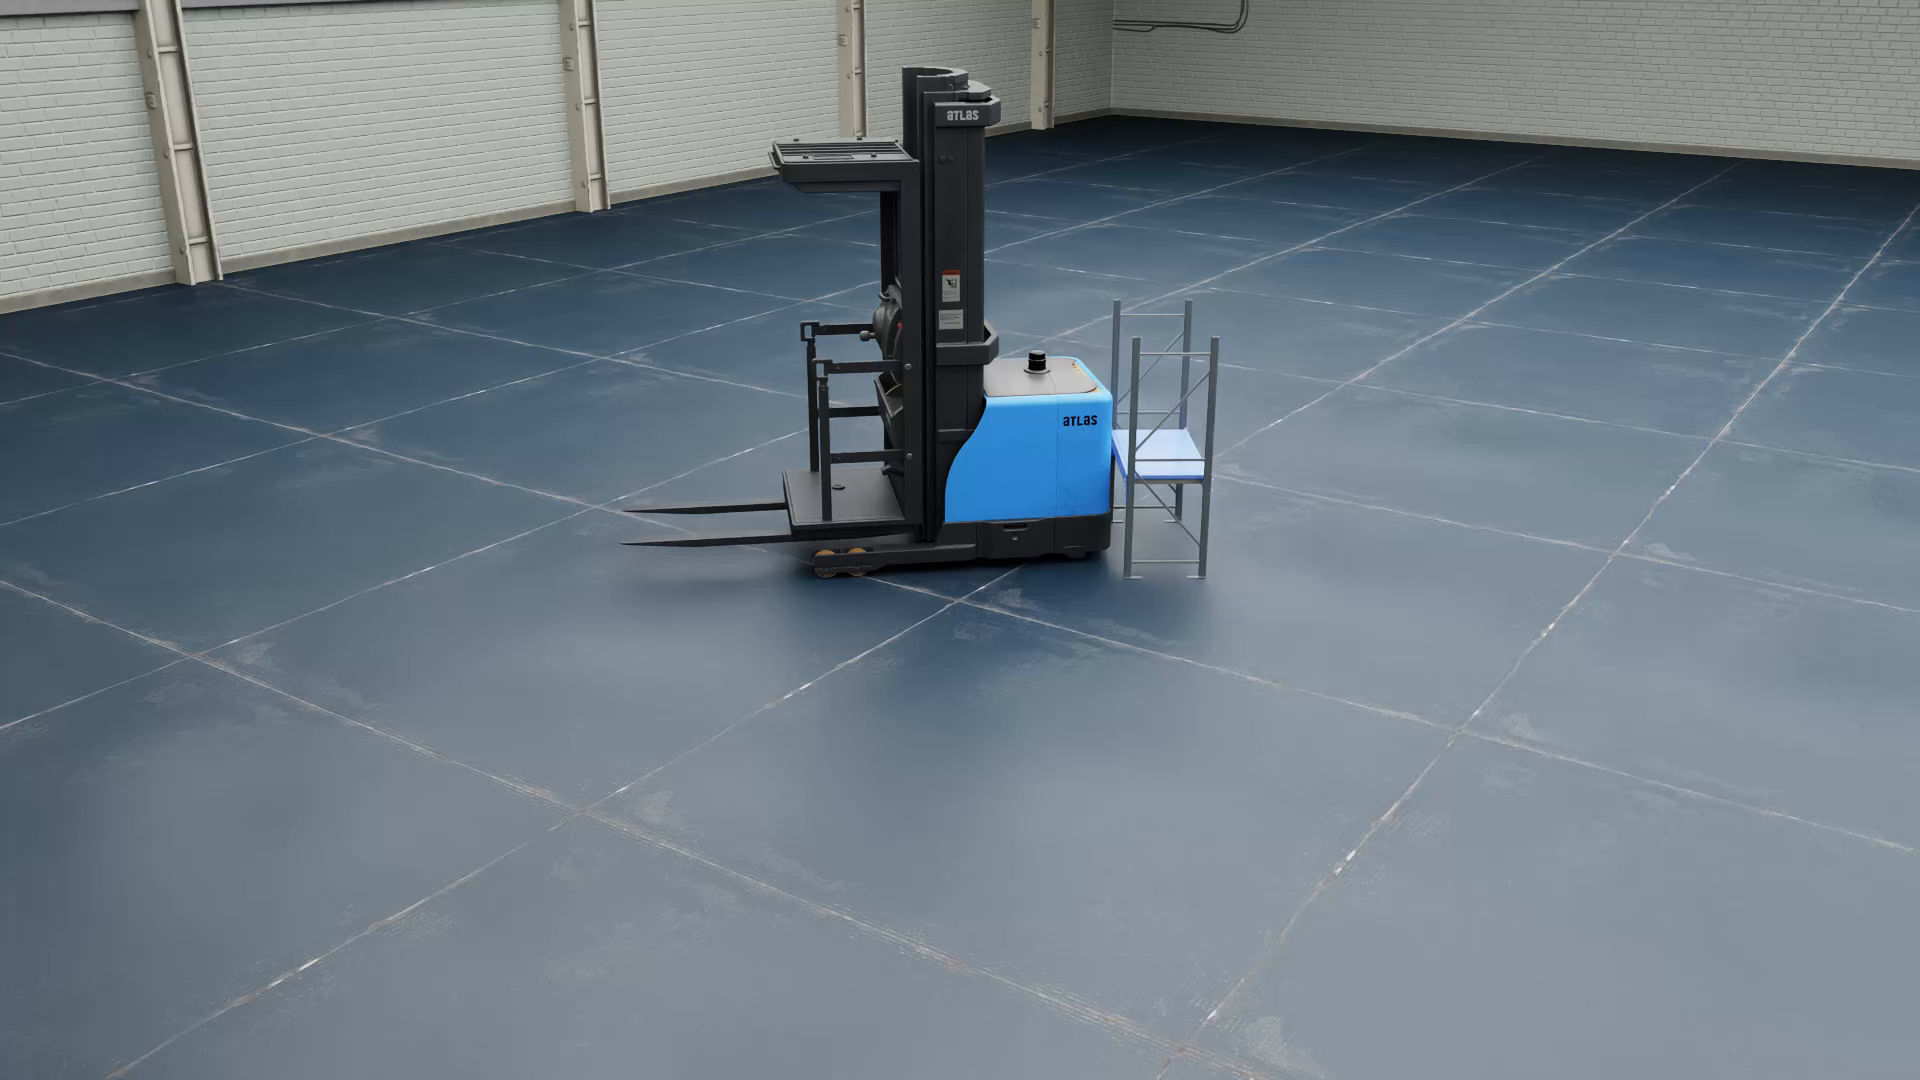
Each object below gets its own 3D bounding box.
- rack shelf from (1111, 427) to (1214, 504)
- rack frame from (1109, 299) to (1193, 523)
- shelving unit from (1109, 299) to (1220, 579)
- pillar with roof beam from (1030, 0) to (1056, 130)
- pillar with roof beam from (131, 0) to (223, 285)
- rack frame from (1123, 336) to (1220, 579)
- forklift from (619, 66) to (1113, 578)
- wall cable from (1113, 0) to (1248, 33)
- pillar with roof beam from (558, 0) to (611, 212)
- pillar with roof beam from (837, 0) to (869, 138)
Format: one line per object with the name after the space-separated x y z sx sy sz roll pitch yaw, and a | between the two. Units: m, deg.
1.237 -0.479 10.414 0.538 0.185 1.000 0 20 -1 | rack shelf
1.227 -0.824 10.828 0.500 1.500 0.032 0 20 -1 | rack frame
1.237 -0.647 10.352 0.538 1.500 1.048 0 20 -1 | shelving unit
5.167 -11.448 28.742 9.100 9.000 0.400 13 24 32 | pillar with roof beam
-4.951 -6.283 14.780 9.100 9.000 0.400 13 24 32 | pillar with roof beam
1.248 -0.471 9.875 0.500 1.500 0.032 0 20 -1 | rack frame
-0.618 -1.341 10.165 3.031 2.935 1.130 -3 21 -8 | forklift
4.357 -11.418 33.138 3.097 2.526 0.112 13 24 32 | wall cable
-1.578 -8.005 19.434 9.100 9.000 0.400 13 24 32 | pillar with roof beam
1.795 -9.726 24.088 9.100 9.000 0.400 13 24 32 | pillar with roof beam
